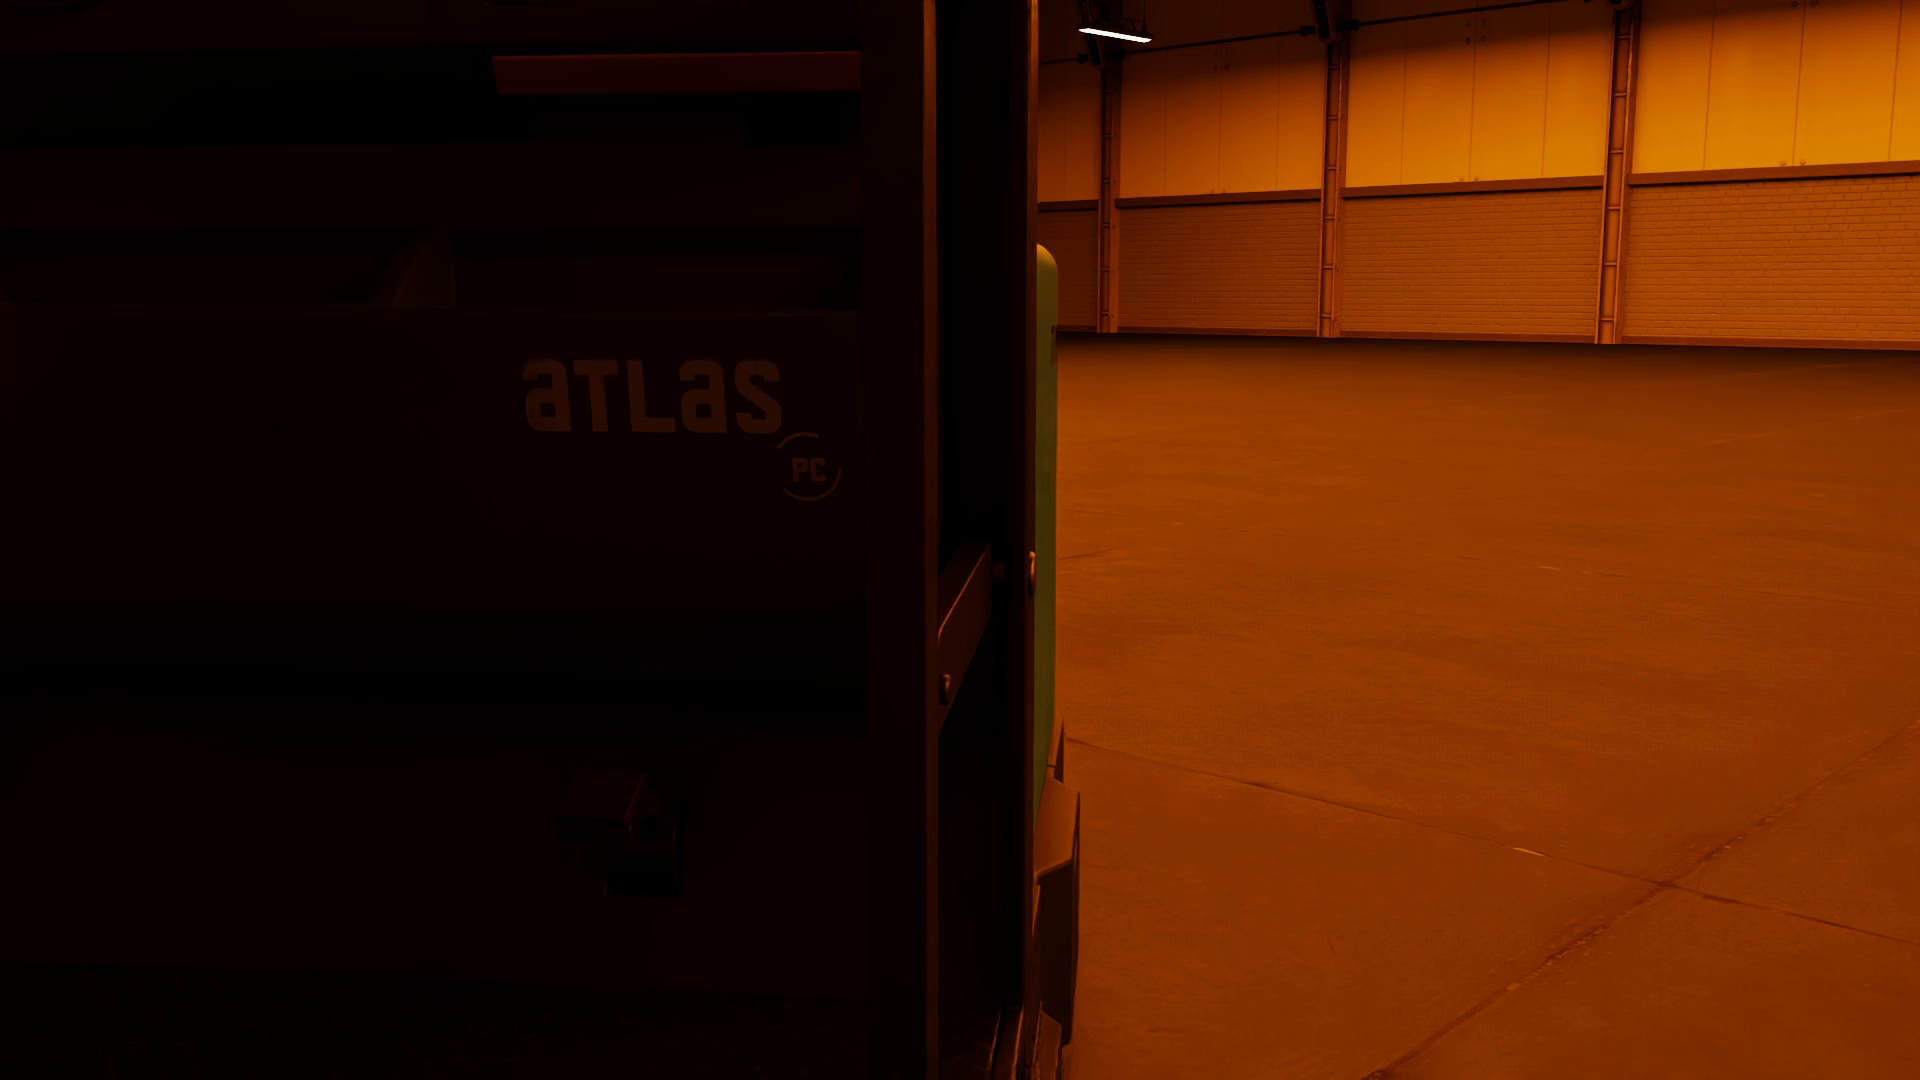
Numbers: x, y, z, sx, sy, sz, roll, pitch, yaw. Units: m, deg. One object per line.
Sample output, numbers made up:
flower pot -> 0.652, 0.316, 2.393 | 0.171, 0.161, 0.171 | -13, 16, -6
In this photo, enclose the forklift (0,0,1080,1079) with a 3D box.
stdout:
forklift -> -0.500, -0.650, 1.190 | 1.130, 2.935, 3.031 | 1, 9, 6
